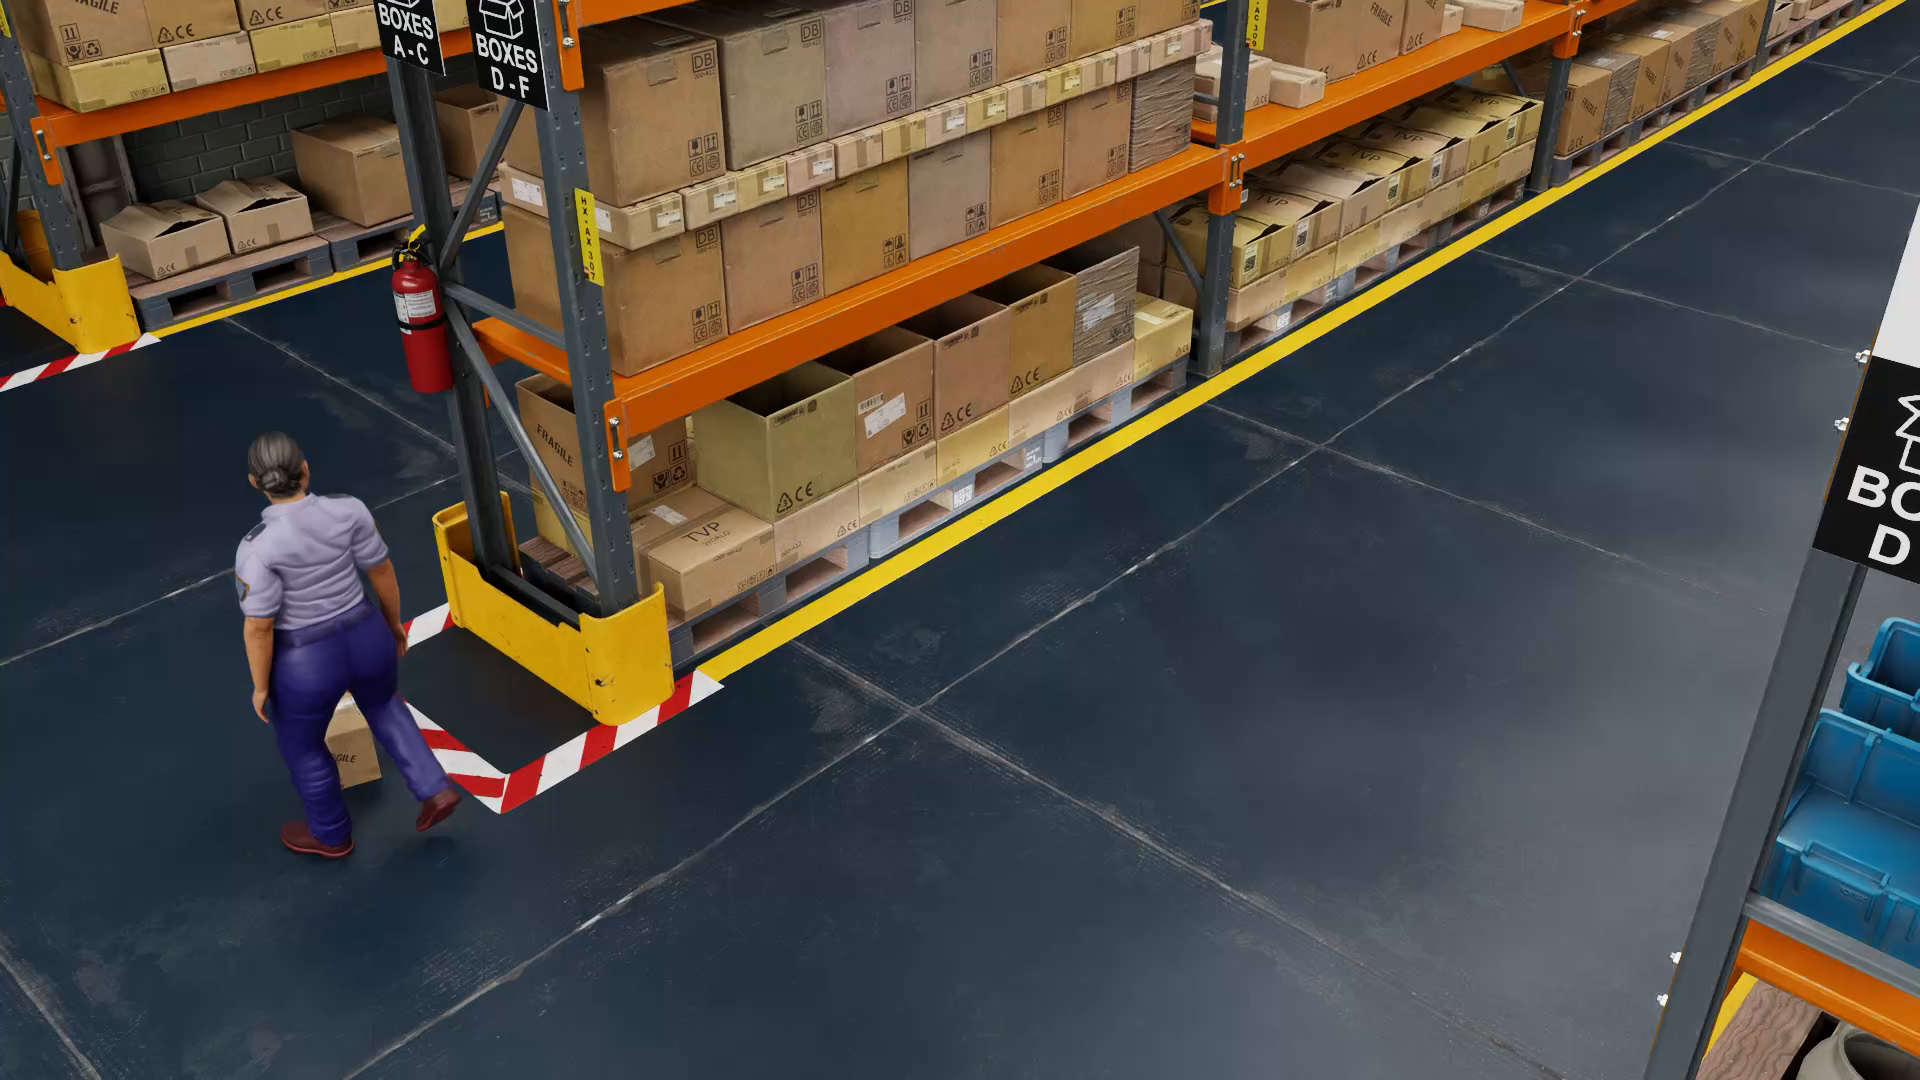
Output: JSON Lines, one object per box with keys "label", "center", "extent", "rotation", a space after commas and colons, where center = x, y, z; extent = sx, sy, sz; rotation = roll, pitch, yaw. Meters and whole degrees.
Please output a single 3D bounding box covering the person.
{"label": "person", "center": [-2.089, 0.388, 5.518], "extent": [0.589, 1.630, 0.543], "rotation": [24, 39, 34]}
